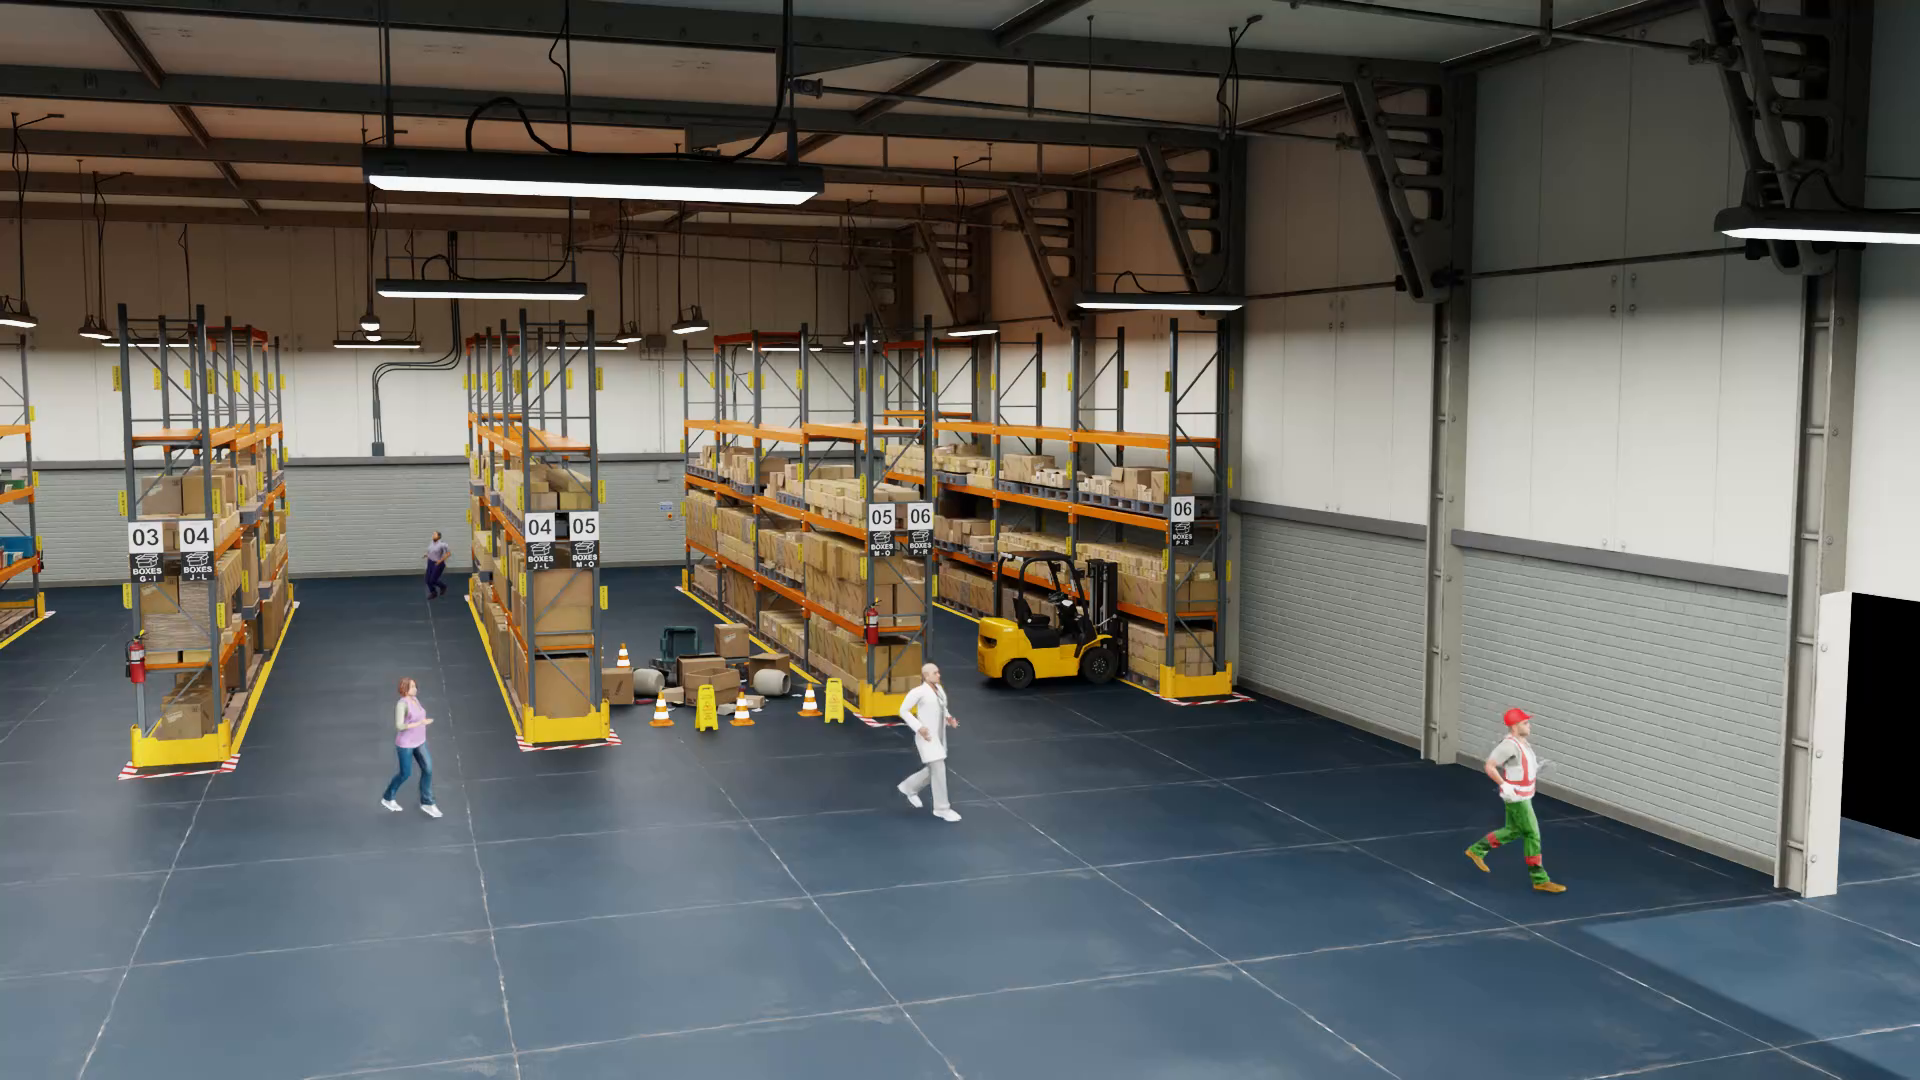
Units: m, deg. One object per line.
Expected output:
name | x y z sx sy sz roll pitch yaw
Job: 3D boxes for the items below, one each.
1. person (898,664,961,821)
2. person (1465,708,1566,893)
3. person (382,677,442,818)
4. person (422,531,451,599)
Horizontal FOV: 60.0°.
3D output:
person | -0.368 2.305 19.161 0.899 1.784 0.714 3 6 31
person | 5.494 2.538 16.416 0.999 1.766 0.663 3 6 29
person | -6.325 2.381 19.106 0.733 1.629 0.525 2 6 18
person | -12.101 0.583 38.432 0.629 1.583 0.573 3 6 29
